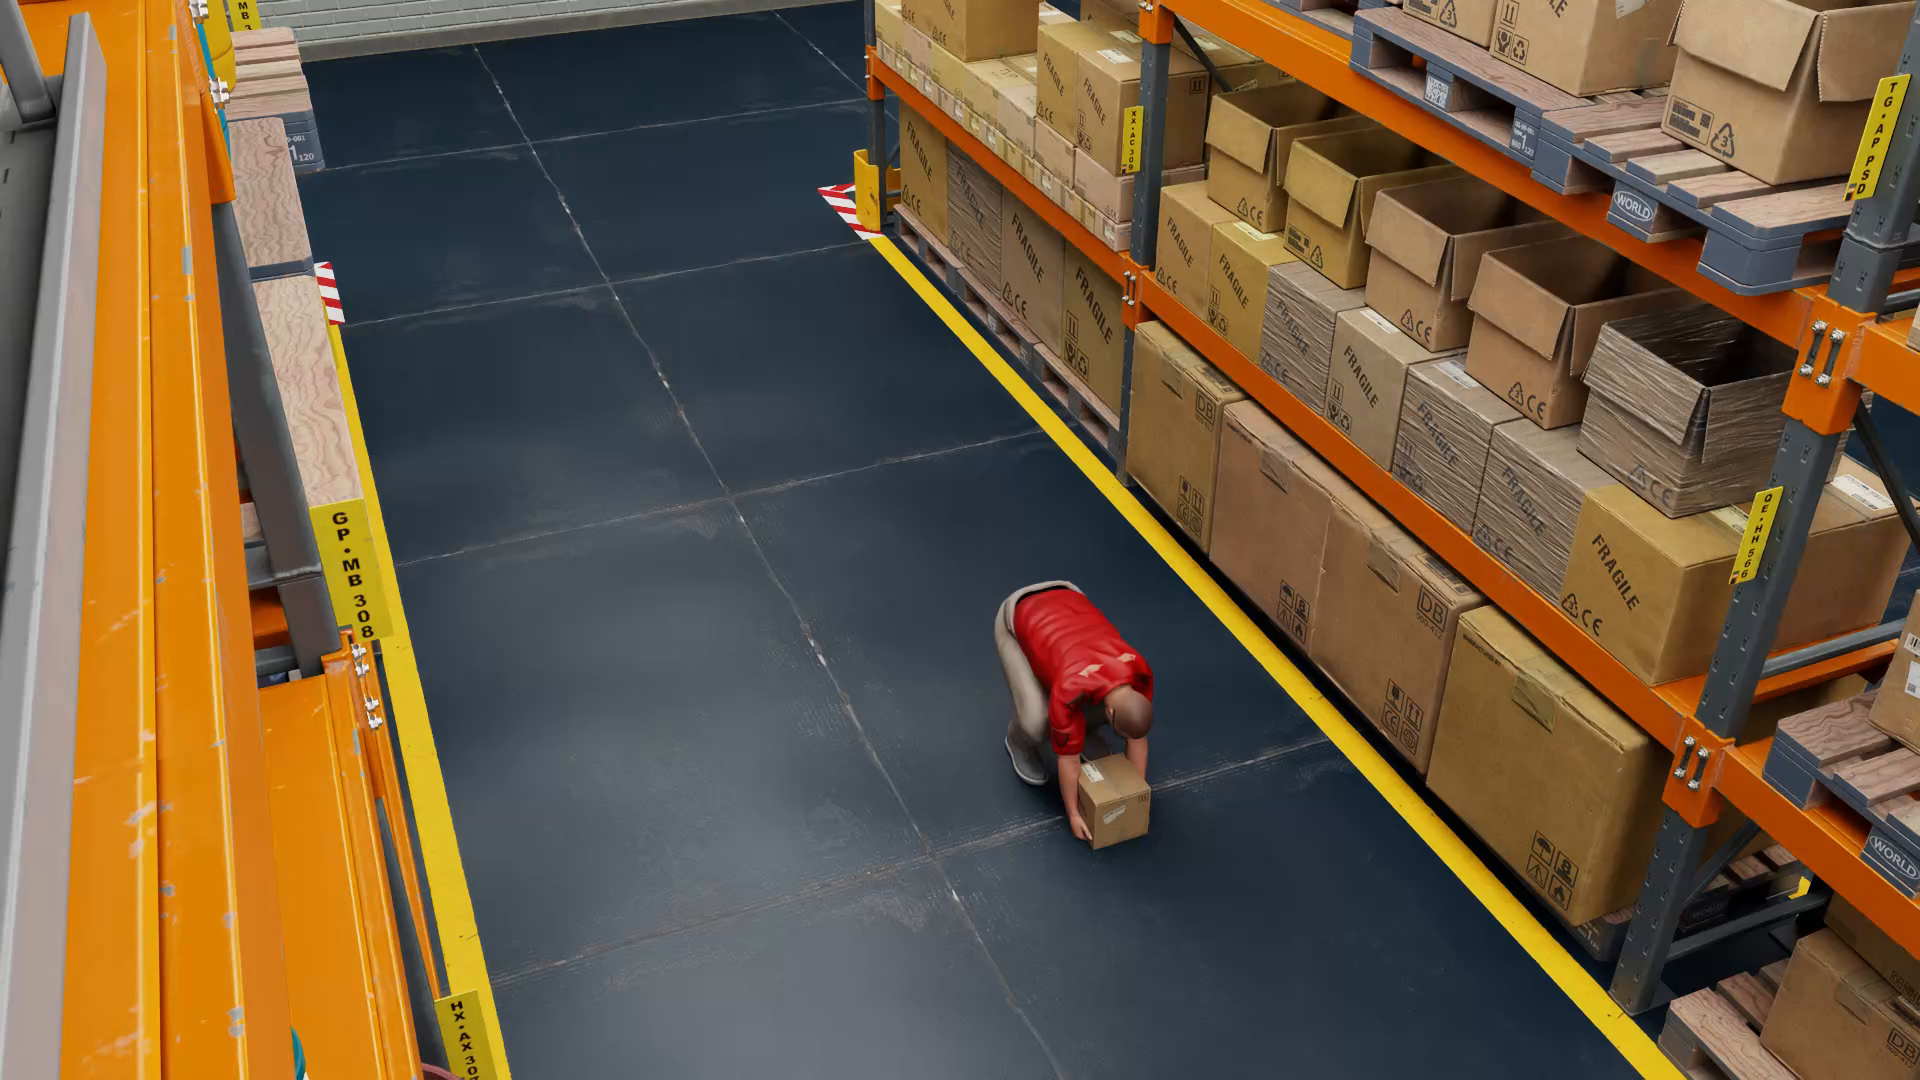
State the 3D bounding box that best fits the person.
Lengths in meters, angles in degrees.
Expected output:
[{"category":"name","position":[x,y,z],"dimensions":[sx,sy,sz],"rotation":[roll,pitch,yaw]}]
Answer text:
[{"category":"person","position":[0.496,0.689,6.942],"dimensions":[0.541,0.848,0.956],"rotation":[-14,36,-21]}]
